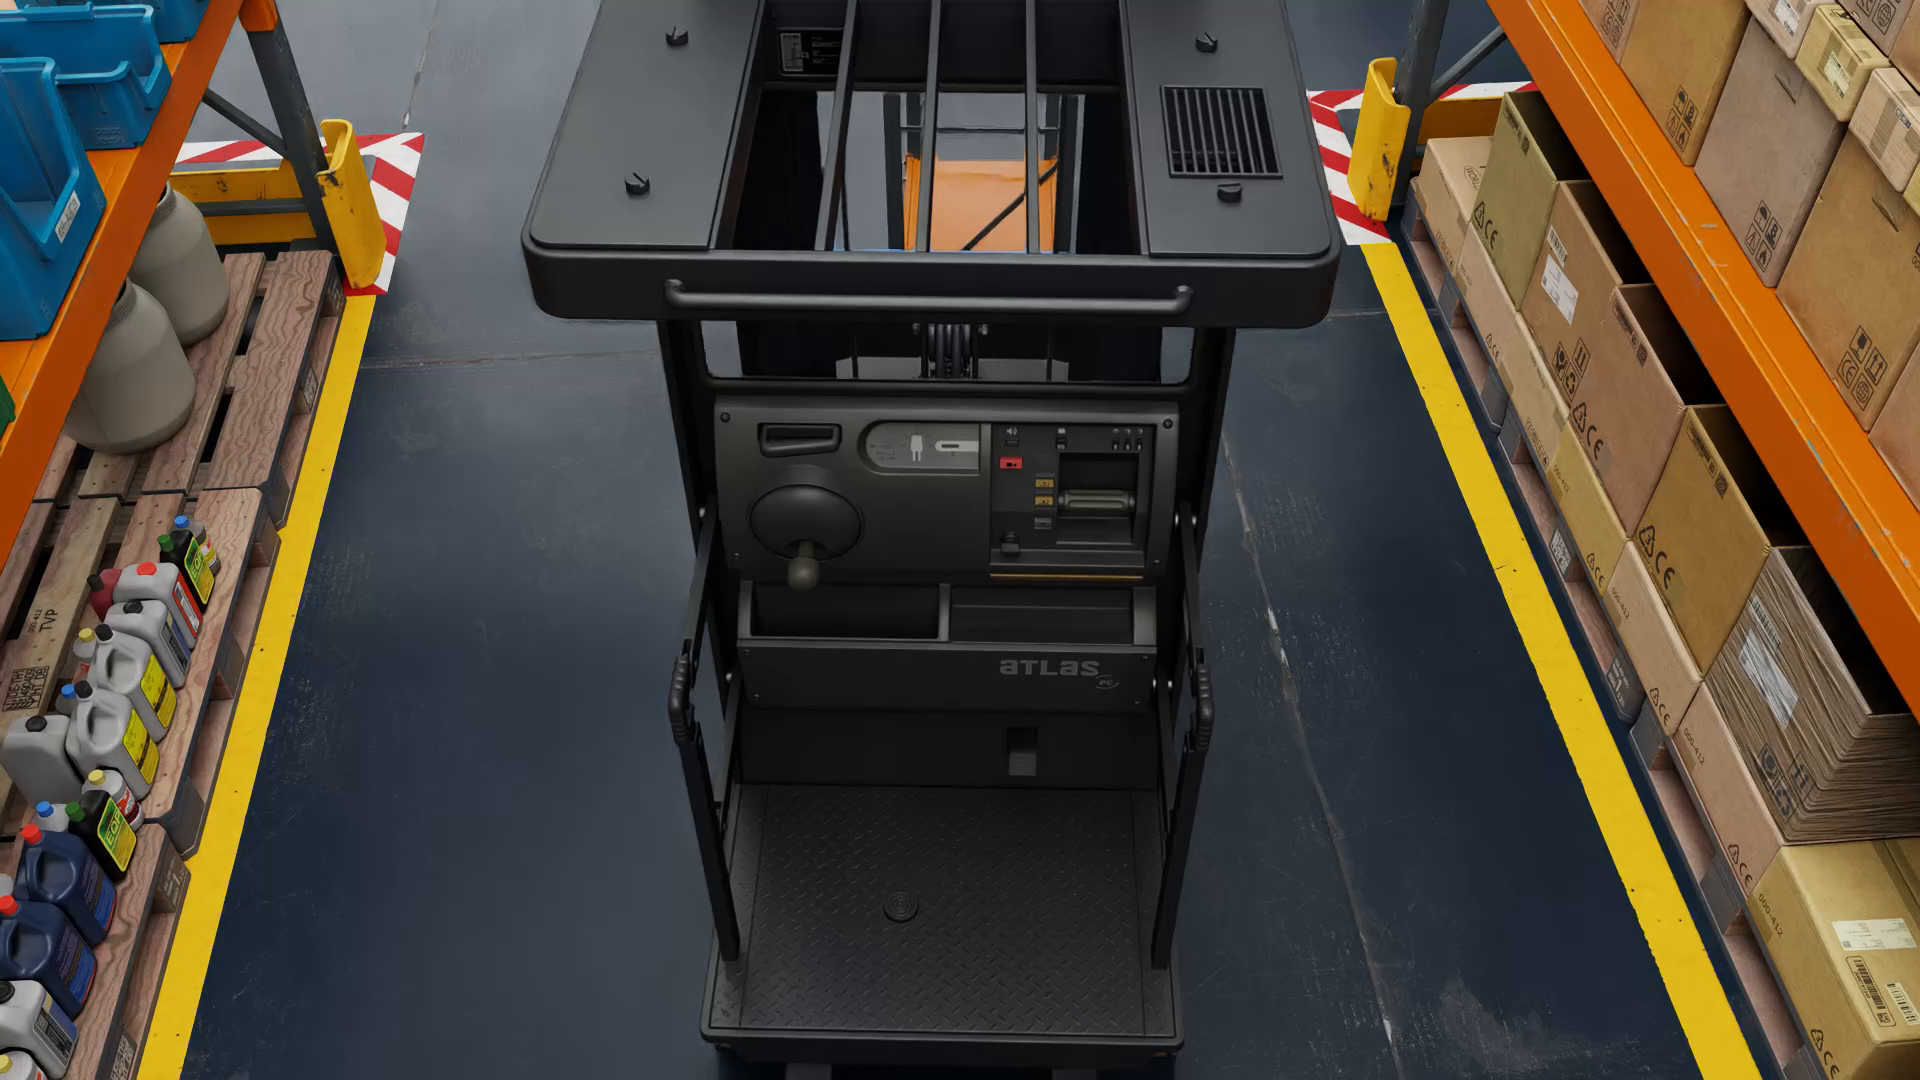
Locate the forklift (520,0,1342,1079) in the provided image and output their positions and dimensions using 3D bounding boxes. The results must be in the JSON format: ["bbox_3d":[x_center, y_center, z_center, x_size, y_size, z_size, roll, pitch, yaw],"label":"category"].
[{"bbox_3d":[-0.031,0.006,3.225,1.130,2.935,3.031,1,47,1],"label":"forklift"}]

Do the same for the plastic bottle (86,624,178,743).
[{"bbox_3d":[-2.192,0.364,4.360,0.144,0.351,0.185,-2,47,-2],"label":"plastic bottle"}]

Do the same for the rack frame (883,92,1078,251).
[{"bbox_3d":[0.053,-0.632,4.815,0.500,1.500,0.032,1,47,1],"label":"rack frame"}]

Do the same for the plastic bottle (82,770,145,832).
[{"bbox_3d":[-2.141,0.652,4.191,0.097,0.201,0.097,0,47,0],"label":"plastic bottle"}]

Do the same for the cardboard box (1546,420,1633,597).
[{"bbox_3d":[2.078,-0.112,4.894,0.500,0.250,0.500,-3,47,-3],"label":"cardboard box"}]

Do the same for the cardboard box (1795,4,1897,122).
[{"bbox_3d":[2.099,-1.057,3.670,0.380,0.149,0.250,-2,47,-2],"label":"cardboard box"}]

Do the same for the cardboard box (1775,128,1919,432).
[{"bbox_3d":[2.333,-0.605,3.688,0.700,0.500,0.500,-3,47,-3],"label":"cardboard box"}]

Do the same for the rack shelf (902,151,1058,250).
[{"bbox_3d":[0.064,-0.877,5.295,0.538,0.185,1.000,1,47,1],"label":"rack shelf"}]

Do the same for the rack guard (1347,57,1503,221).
[{"bbox_3d":[2.129,-1.557,6.381,1.175,0.500,0.348,-3,47,-3],"label":"rack guard"}]

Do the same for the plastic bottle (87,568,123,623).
[{"bbox_3d":[-2.327,0.175,4.587,0.061,0.283,0.133,-3,47,-3],"label":"plastic bottle"}]

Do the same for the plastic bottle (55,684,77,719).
[{"bbox_3d":[-2.308,0.455,4.378,0.097,0.201,0.097,0,47,0],"label":"plastic bottle"}]

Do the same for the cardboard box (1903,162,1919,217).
[{"bbox_3d":[2.146,-0.683,3.315,0.380,0.149,0.250,-4,47,-3],"label":"cardboard box"}]

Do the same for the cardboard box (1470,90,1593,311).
[{"bbox_3d":[1.998,-1.093,5.307,0.500,0.500,0.500,-3,47,-3],"label":"cardboard box"}]

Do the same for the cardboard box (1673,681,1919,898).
[{"bbox_3d":[2.177,0.611,4.210,0.500,0.250,0.500,-3,47,-3],"label":"cardboard box"}]

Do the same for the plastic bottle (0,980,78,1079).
[{"bbox_3d":[-2.115,1.089,3.726,0.152,0.276,0.135,-2,47,-2],"label":"plastic bottle"}]

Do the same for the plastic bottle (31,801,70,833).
[{"bbox_3d":[-2.190,0.730,4.069,0.097,0.271,0.097,0,47,0],"label":"plastic bottle"}]

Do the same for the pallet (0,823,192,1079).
[{"bbox_3d":[-2.485,1.263,3.908,1.003,0.211,1.213,-3,47,-3],"label":"pallet"}]

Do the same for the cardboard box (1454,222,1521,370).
[{"bbox_3d":[1.999,-0.835,5.580,0.500,0.250,0.500,-3,47,-3],"label":"cardboard box"}]

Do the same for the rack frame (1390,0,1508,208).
[{"bbox_3d":[2.131,-2.400,5.457,1.000,3.000,0.127,-3,47,-3],"label":"rack frame"}]

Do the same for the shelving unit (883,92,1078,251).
[{"bbox_3d":[0.064,-0.994,5.158,0.587,1.500,1.083,1,47,1],"label":"shelving unit"}]

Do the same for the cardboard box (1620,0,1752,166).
[{"bbox_3d":[2.242,-1.356,4.400,0.700,0.500,0.500,-3,47,-3],"label":"cardboard box"}]

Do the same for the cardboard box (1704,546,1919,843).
[{"bbox_3d":[2.179,0.353,3.938,0.500,0.500,0.500,-3,47,-3],"label":"cardboard box"}]

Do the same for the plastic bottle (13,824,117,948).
[{"bbox_3d":[-2.141,0.807,3.942,0.144,0.351,0.185,-5,47,-5],"label":"plastic bottle"}]

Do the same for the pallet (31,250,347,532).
[{"bbox_3d":[-2.690,-0.502,5.580,1.003,0.211,1.213,-3,47,-3],"label":"pallet"}]

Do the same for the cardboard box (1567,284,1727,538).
[{"bbox_3d":[2.077,-0.369,4.622,0.500,0.500,0.500,-3,47,-3],"label":"cardboard box"}]

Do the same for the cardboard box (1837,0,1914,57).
[{"bbox_3d":[2.296,-1.396,3.544,0.700,0.500,0.500,-3,47,-3],"label":"cardboard box"}]

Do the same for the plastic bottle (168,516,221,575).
[{"bbox_3d":[-2.215,0.012,4.797,0.097,0.201,0.097,0,47,0],"label":"plastic bottle"}]

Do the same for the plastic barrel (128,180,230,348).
[{"bbox_3d":[-2.674,-0.919,5.478,0.421,0.512,0.421,0,47,0],"label":"plastic barrel"}]

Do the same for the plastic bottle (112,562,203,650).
[{"bbox_3d":[-2.221,0.170,4.596,0.152,0.276,0.135,-3,47,-3],"label":"plastic bottle"}]

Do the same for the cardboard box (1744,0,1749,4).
[{"bbox_3d":[2.059,-1.428,4.021,0.380,0.149,0.250,-4,47,-4],"label":"cardboard box"}]

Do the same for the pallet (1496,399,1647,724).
[{"bbox_3d":[2.335,-0.009,5.113,1.003,0.211,1.213,-3,47,-3],"label":"pallet"}]

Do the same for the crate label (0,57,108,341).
[{"bbox_3d":[-2.382,-0.798,3.916,0.502,0.435,0.616,-3,47,-3],"label":"crate label"}]

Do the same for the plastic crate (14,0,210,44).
[{"bbox_3d":[-2.466,-1.706,4.902,0.499,0.251,0.616,-3,47,-3],"label":"plastic crate"}]
